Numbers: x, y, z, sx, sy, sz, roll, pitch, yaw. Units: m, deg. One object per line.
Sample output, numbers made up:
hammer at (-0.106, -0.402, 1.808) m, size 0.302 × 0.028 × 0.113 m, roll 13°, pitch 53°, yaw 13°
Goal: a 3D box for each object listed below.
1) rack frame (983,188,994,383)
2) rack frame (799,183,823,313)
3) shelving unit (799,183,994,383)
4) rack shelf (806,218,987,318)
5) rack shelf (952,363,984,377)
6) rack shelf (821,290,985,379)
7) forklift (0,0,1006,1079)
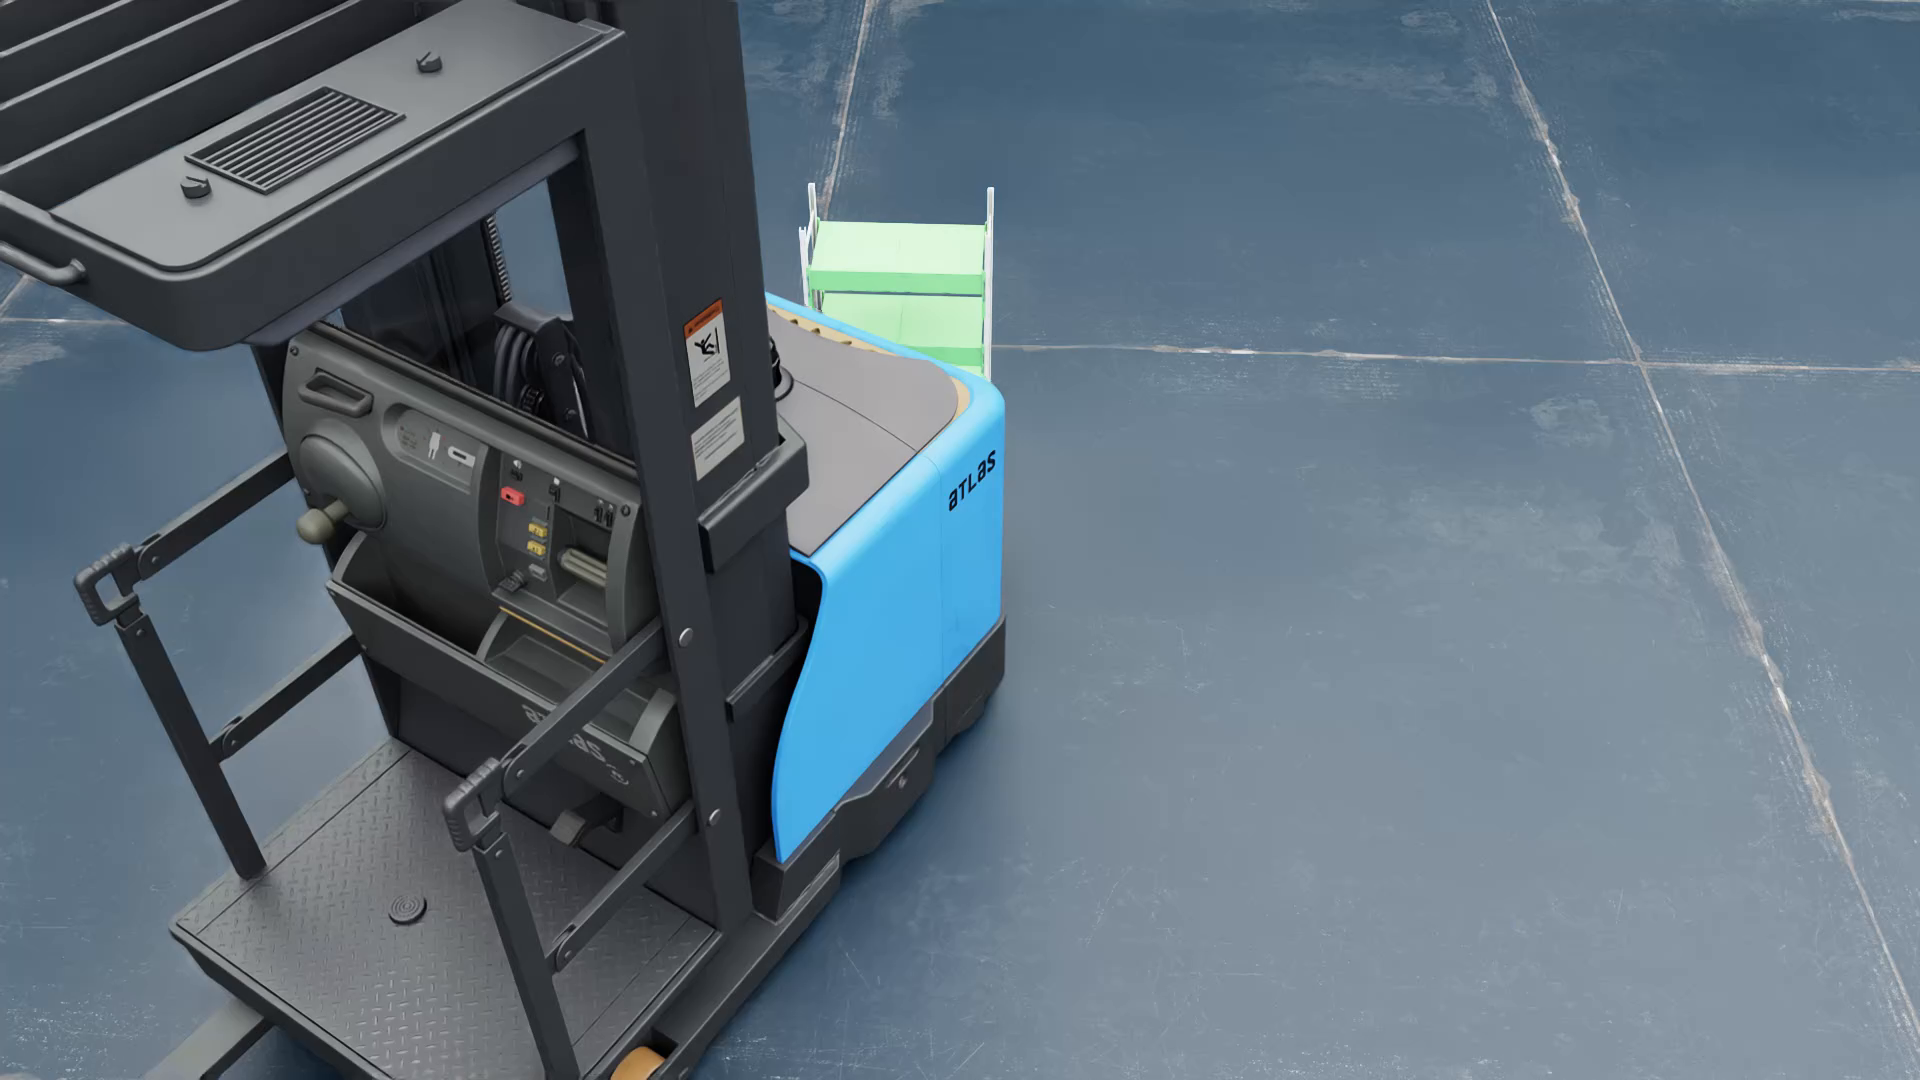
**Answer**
rack frame at (0.078, -0.437, 4.838) m, size 0.015 × 1.200 × 0.240 m, roll 2°, pitch 43°, yaw 2°
rack frame at (-0.409, -0.452, 4.855) m, size 0.015 × 1.200 × 0.240 m, roll 2°, pitch 43°, yaw 2°
shelving unit at (-0.165, -0.444, 4.846) m, size 0.503 × 1.200 × 0.258 m, roll 2°, pitch 43°, yaw 2°
rack shelf at (-0.165, -0.749, 4.563) m, size 0.480 × 0.148 × 0.258 m, roll 2°, pitch 43°, yaw 2°
rack shelf at (-0.165, -0.397, 4.890) m, size 0.480 × 0.148 × 0.258 m, roll 2°, pitch 43°, yaw 2°
rack shelf at (-0.165, -0.573, 4.726) m, size 0.480 × 0.148 × 0.258 m, roll 2°, pitch 43°, yaw 2°
forklift at (-1.099, -0.004, 3.104) m, size 1.130 × 2.935 × 3.031 m, roll 24°, pitch 48°, yaw 24°
